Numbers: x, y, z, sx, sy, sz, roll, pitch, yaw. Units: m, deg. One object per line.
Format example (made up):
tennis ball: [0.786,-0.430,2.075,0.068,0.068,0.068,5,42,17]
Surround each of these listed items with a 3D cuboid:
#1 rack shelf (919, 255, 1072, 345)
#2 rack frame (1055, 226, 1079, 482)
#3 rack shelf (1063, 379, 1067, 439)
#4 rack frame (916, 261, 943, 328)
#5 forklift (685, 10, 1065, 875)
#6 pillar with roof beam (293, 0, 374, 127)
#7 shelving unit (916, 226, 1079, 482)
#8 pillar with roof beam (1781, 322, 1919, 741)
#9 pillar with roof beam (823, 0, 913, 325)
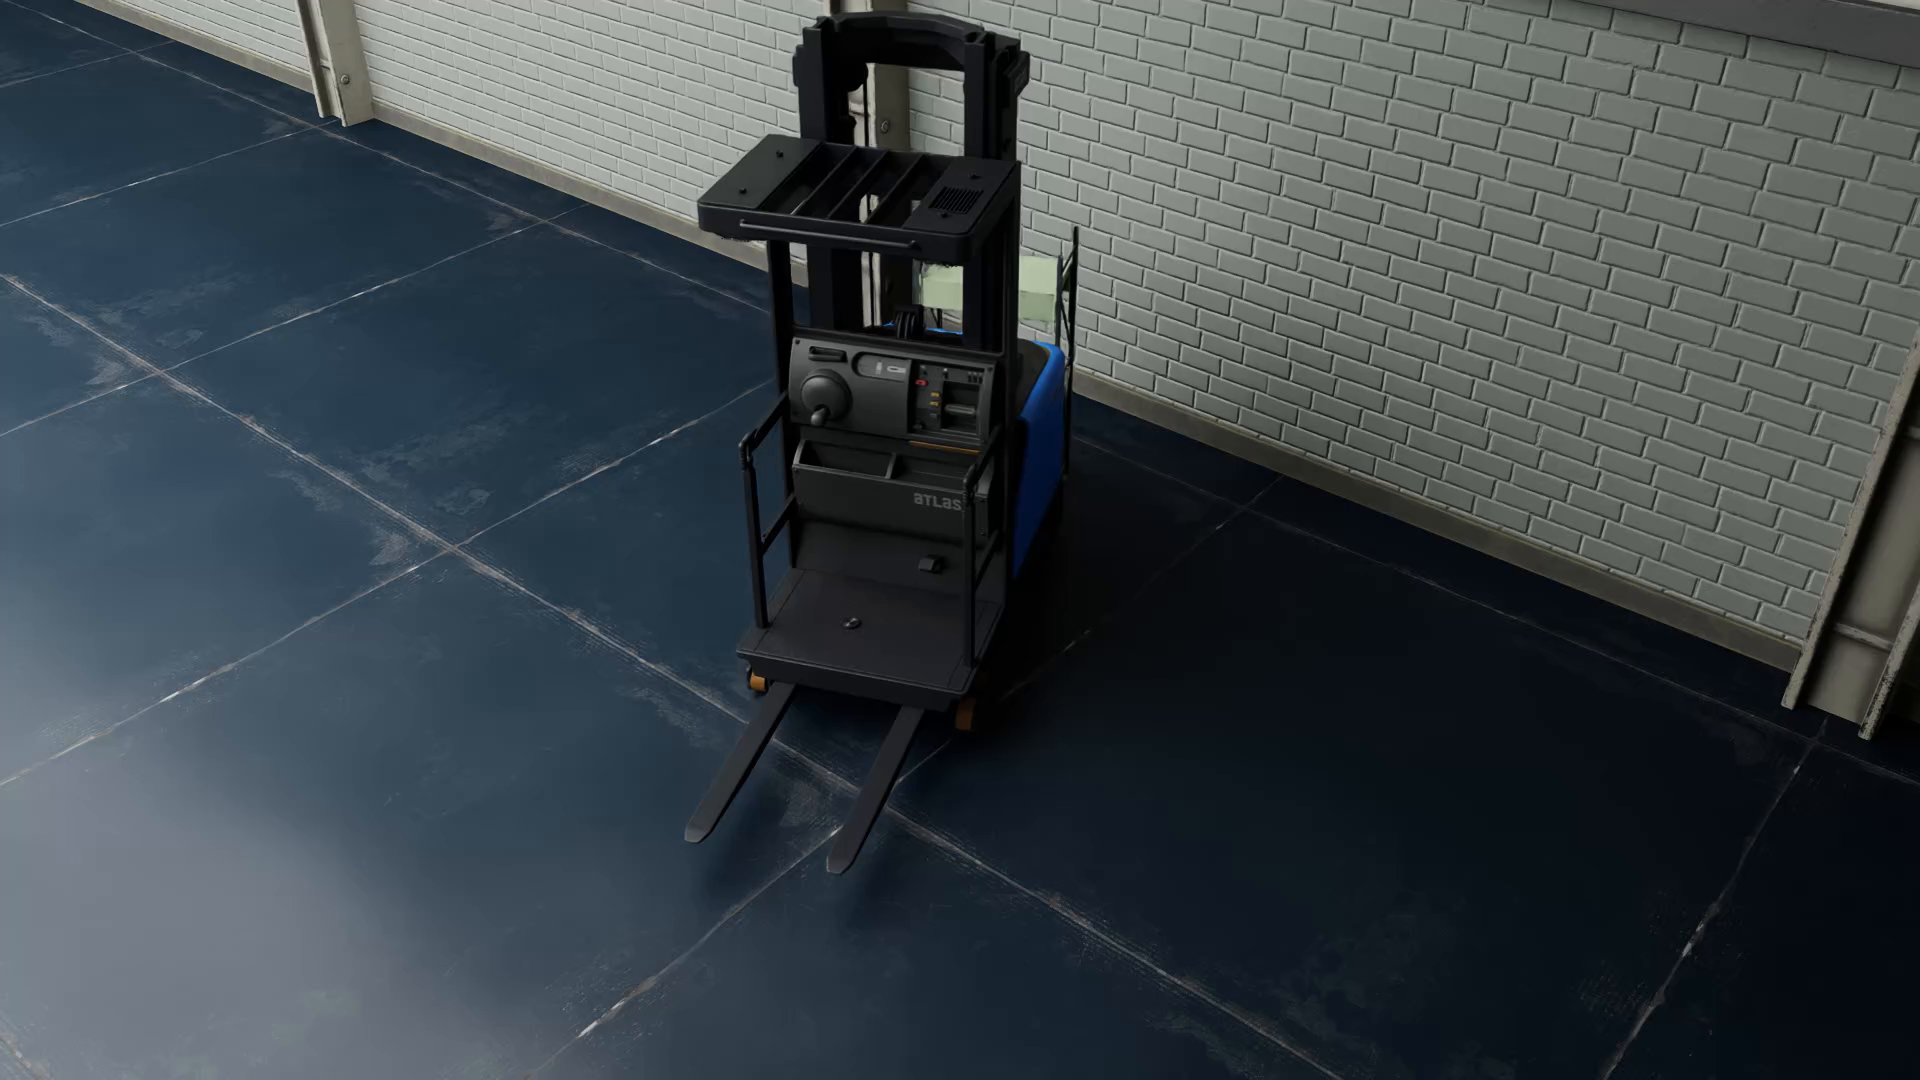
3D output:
rack shelf: [0.195,-1.261,8.654,0.720,0.370,0.431,9,36,13]
rack frame: [0.547,-0.883,8.793,0.023,1.500,0.400,9,36,13]
rack shelf: [0.195,-0.671,9.060,0.720,0.370,0.431,9,36,13]
rack frame: [-0.157,-0.996,8.957,0.023,1.500,0.400,9,36,13]
forklift: [-0.360,-0.586,7.097,1.130,2.935,3.031,9,36,13]
pillar with roof beam: [-7.918,-5.413,8.765,0.400,9.000,9.100,25,42,32]
shelving unit: [0.195,-0.939,8.875,0.755,1.500,0.431,9,36,13]
pillar with roof beam: [1.305,-1.066,2.436,0.400,9.000,9.100,25,42,32]
pillar with roof beam: [-3.306,-3.240,5.600,0.400,9.000,9.100,25,42,32]
